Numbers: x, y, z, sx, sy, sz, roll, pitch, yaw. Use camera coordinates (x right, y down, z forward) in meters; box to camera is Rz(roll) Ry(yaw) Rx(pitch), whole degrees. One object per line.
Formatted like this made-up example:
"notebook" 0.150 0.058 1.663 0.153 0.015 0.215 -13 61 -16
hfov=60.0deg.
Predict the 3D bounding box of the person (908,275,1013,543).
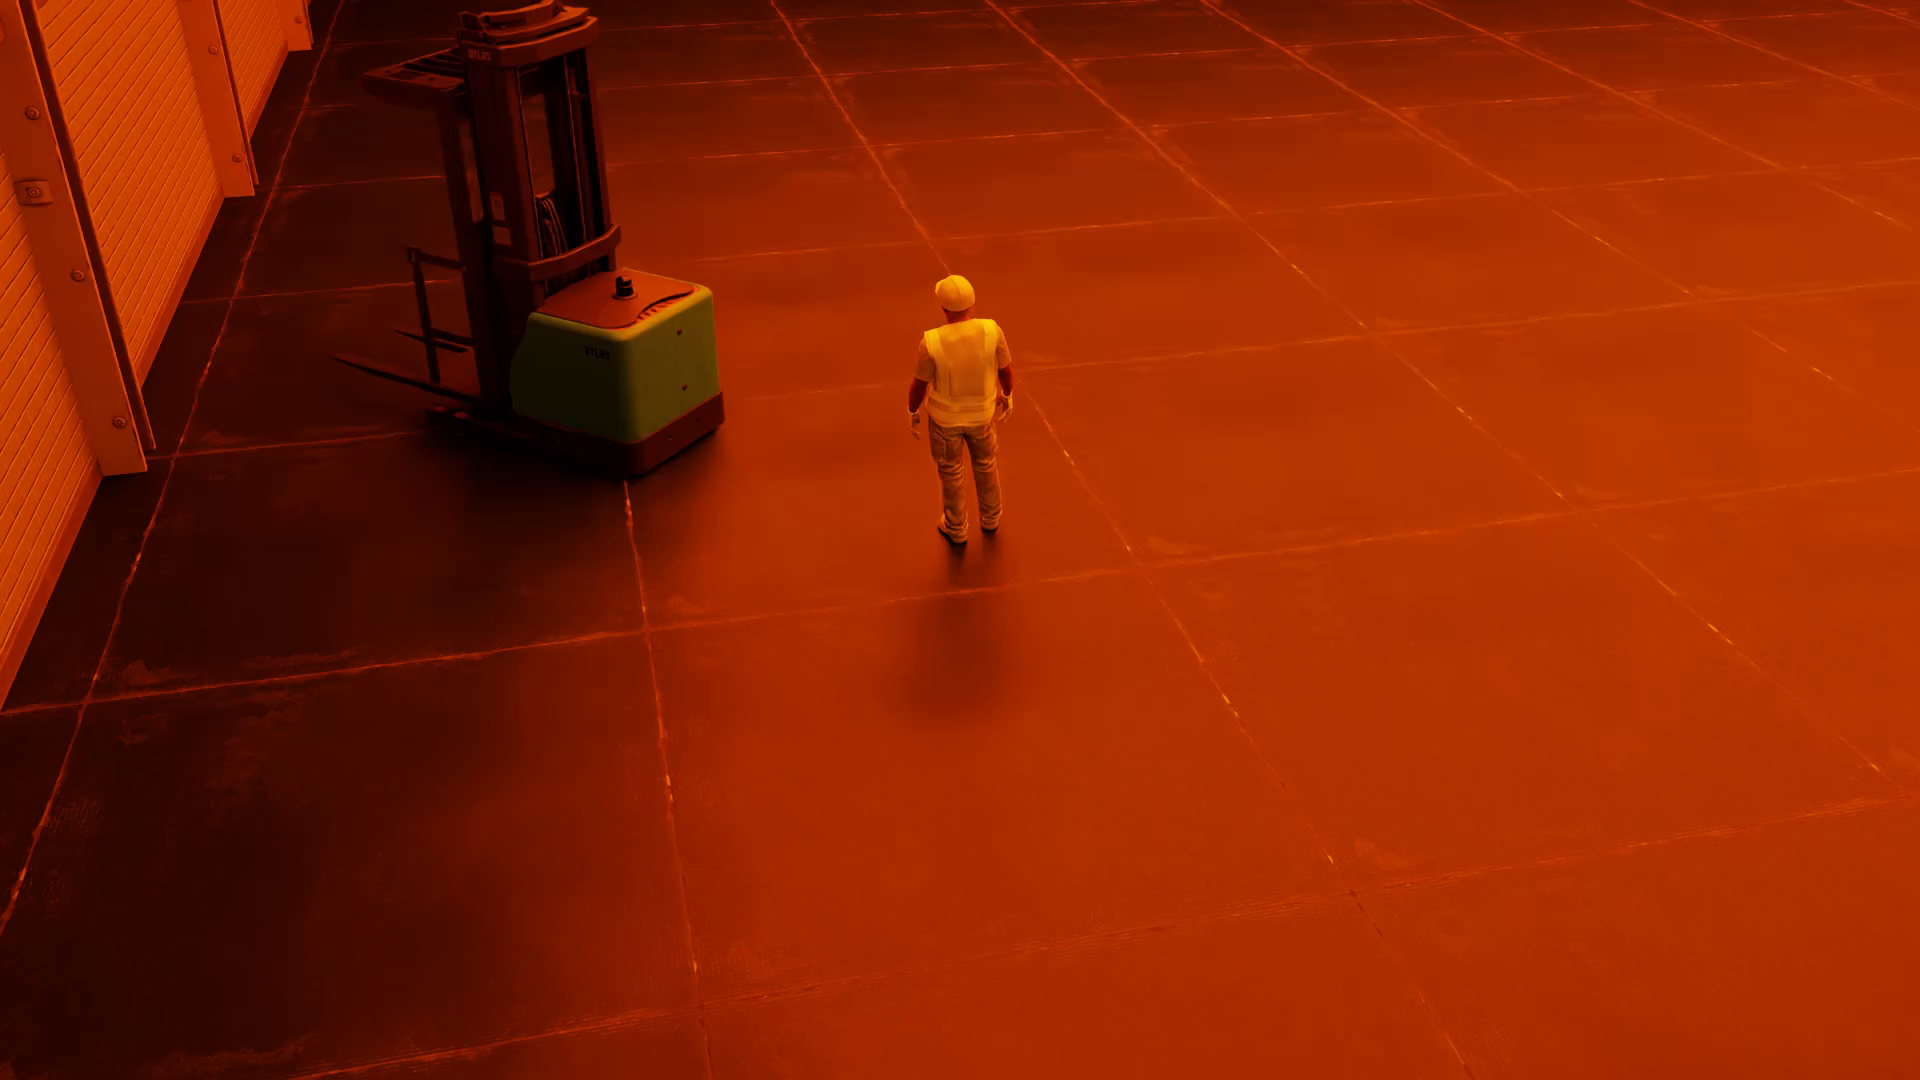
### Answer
"person" -0.008 -0.814 10.112 0.656 1.782 0.577 -7 31 -12

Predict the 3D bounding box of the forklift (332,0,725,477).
"forklift" -3.211 -2.220 11.410 3.031 2.935 1.130 16 34 25
